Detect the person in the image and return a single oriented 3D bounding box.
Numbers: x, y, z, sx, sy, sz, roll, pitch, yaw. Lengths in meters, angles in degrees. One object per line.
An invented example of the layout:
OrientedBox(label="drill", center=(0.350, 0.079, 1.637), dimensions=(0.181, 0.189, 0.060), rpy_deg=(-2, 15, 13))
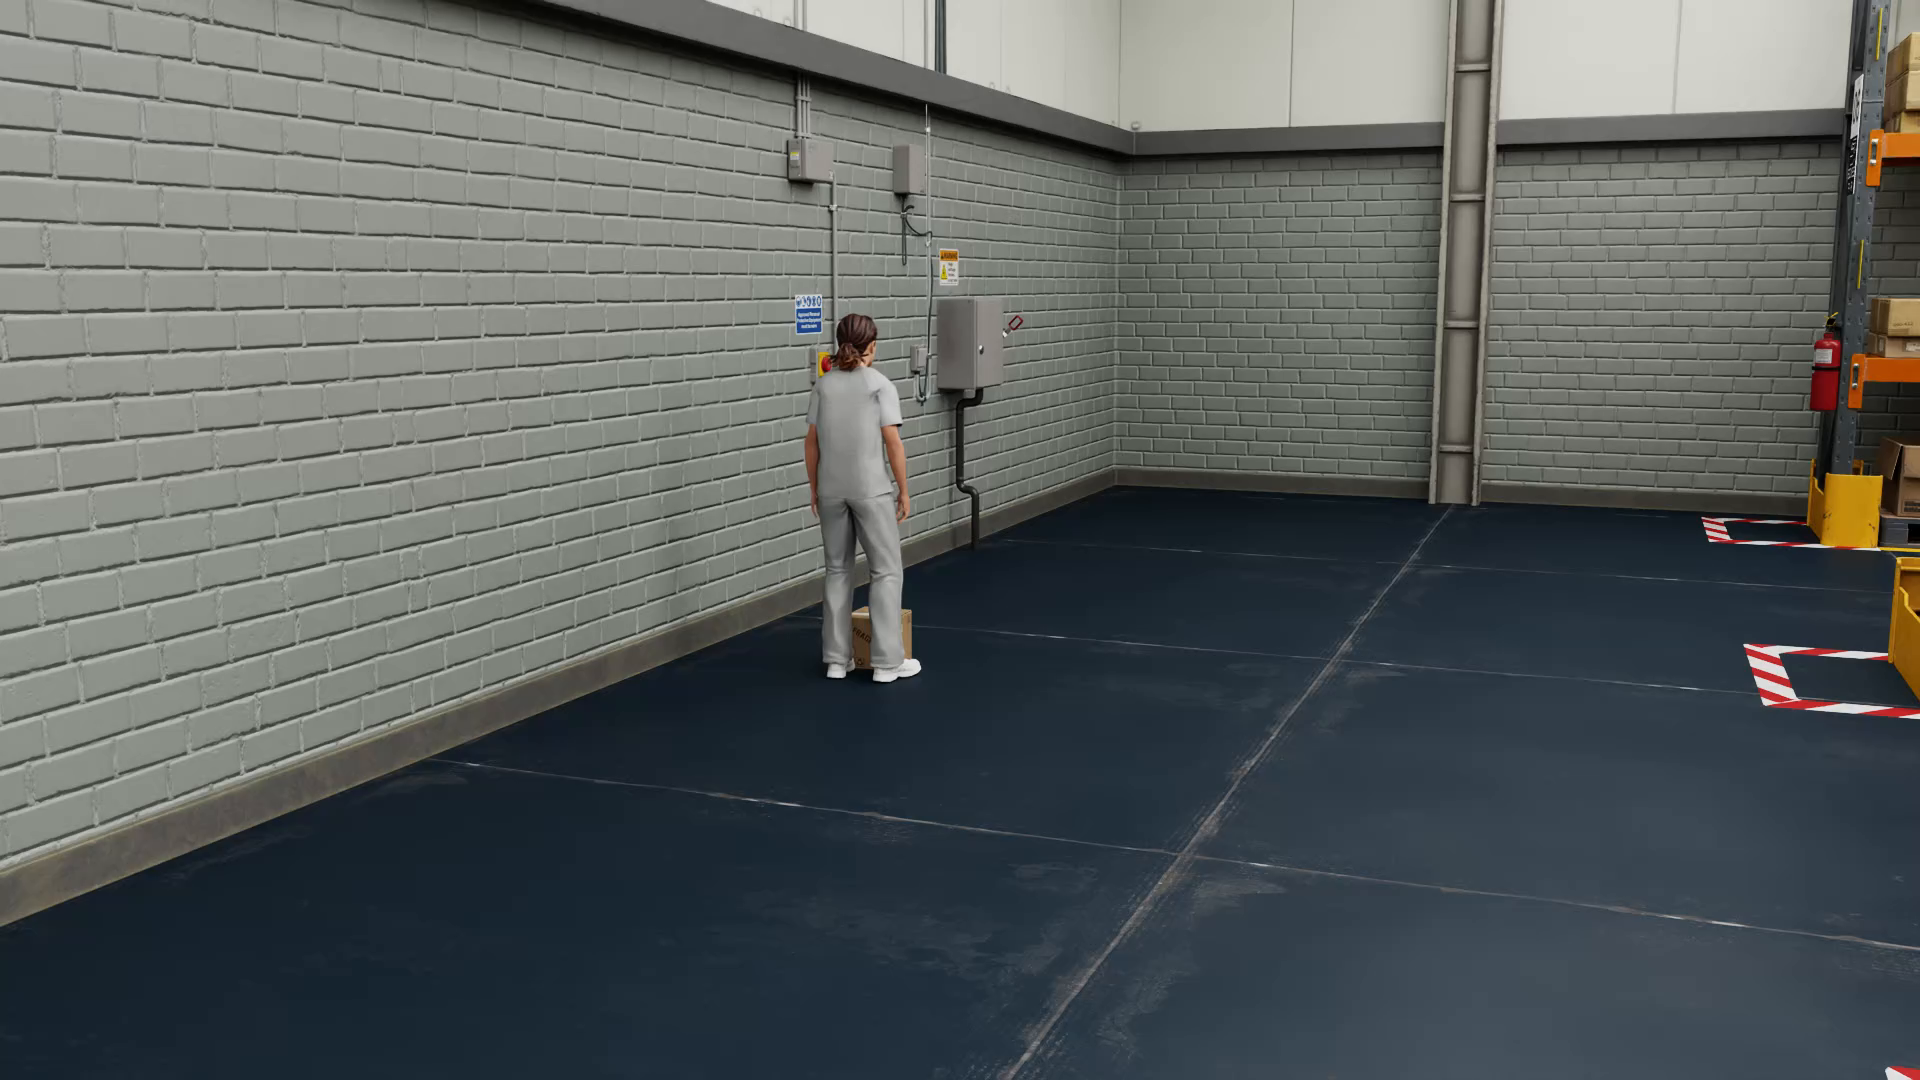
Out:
OrientedBox(label="person", center=(-0.466, -0.188, 7.624), dimensions=(0.502, 1.659, 0.353), rpy_deg=(3, 9, 20))
